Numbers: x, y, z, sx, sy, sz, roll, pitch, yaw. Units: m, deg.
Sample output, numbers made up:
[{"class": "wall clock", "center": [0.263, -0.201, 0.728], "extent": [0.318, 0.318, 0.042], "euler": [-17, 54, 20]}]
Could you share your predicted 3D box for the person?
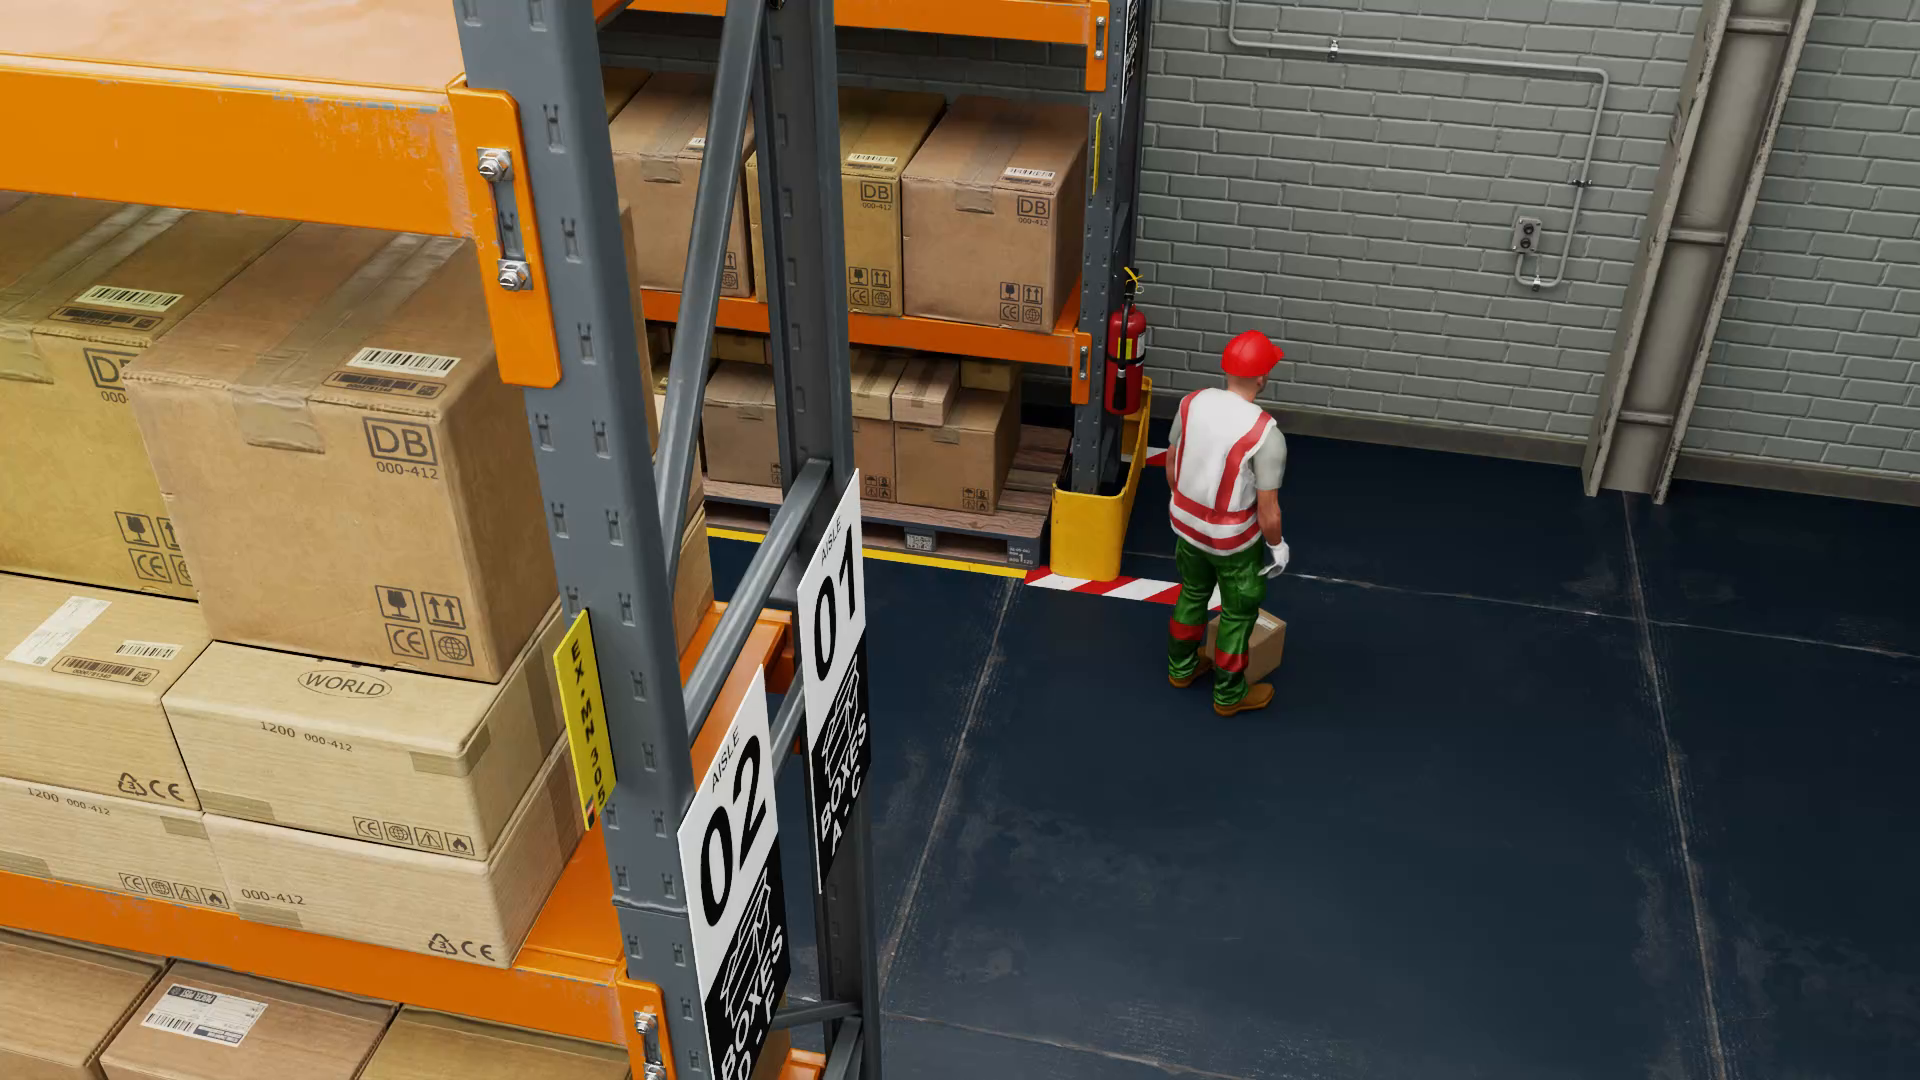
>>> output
[{"class": "person", "center": [1.121, -0.063, 7.038], "extent": [0.449, 1.780, 0.623], "euler": [-28, 45, -33]}]
